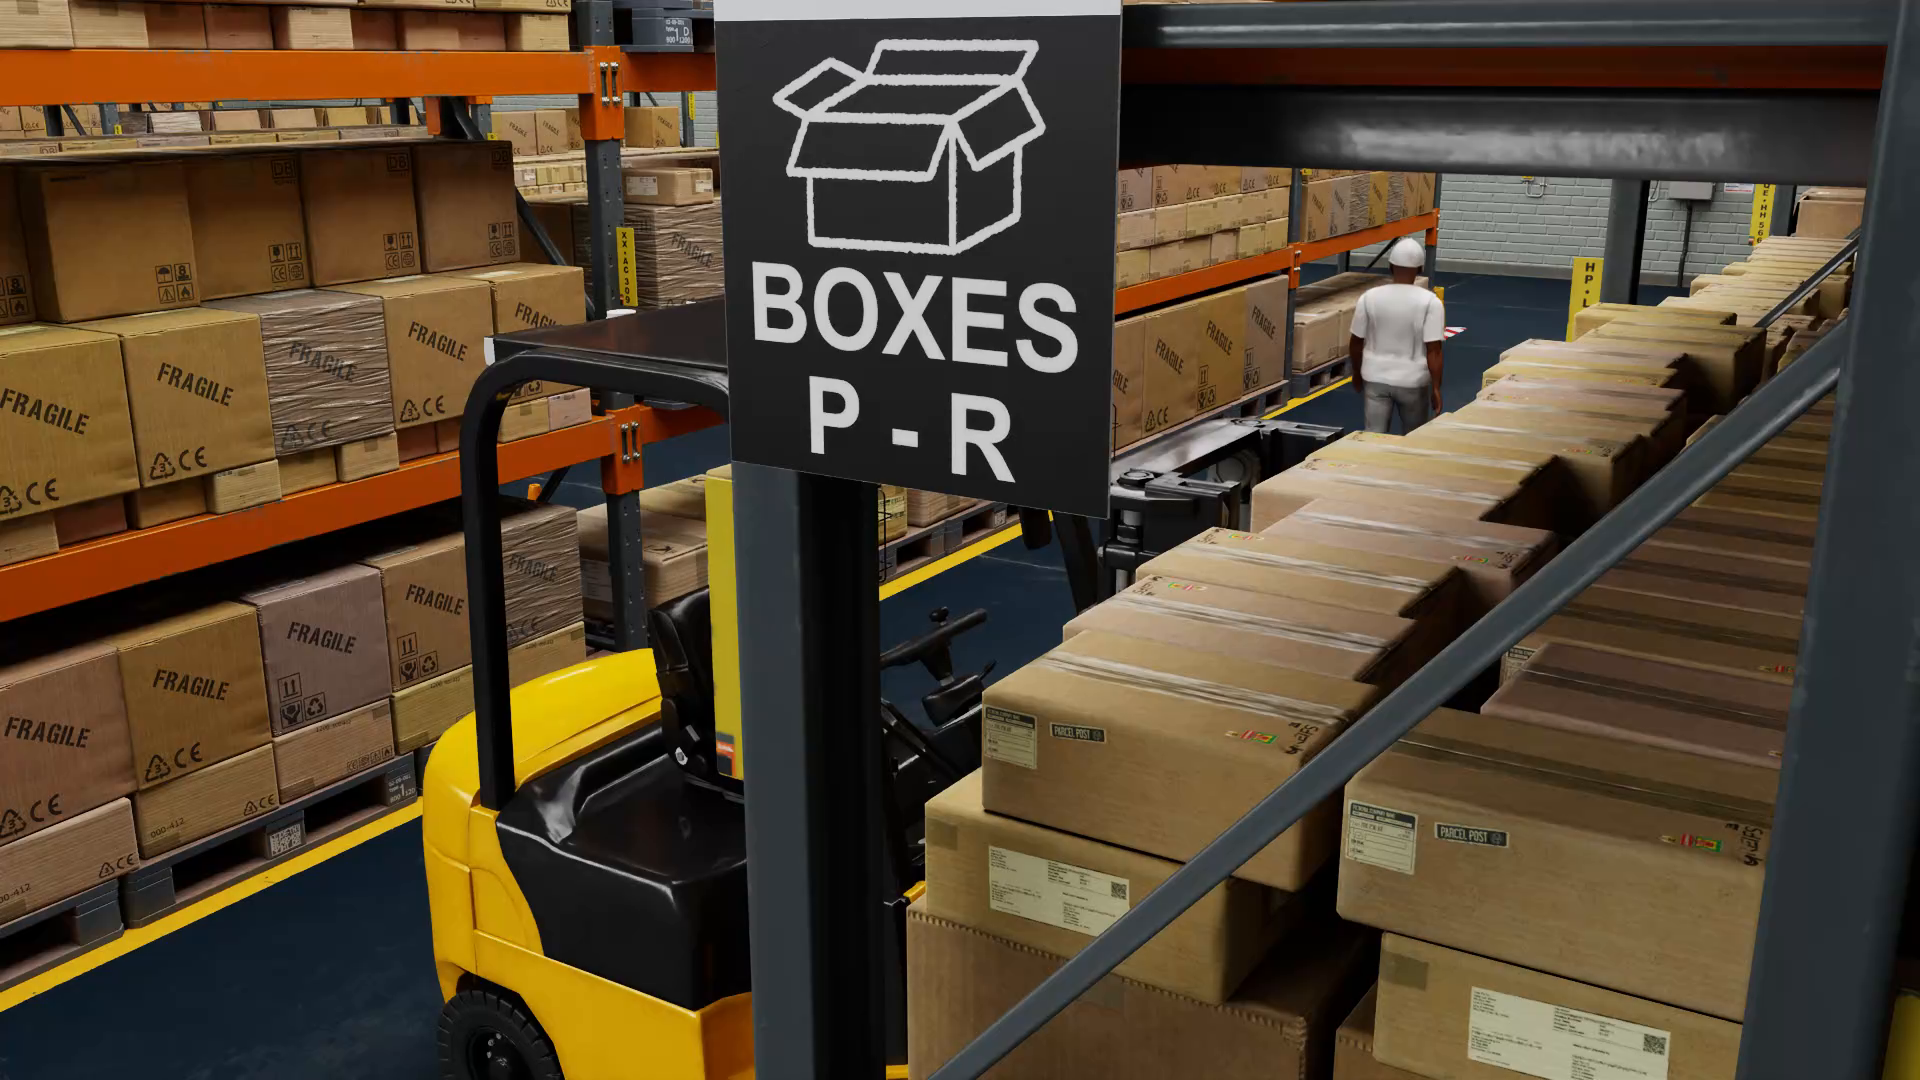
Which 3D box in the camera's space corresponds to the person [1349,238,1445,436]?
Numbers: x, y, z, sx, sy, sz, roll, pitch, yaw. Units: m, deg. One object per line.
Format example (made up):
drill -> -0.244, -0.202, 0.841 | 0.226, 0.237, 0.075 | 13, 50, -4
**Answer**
person -> 2.719, -1.016, 10.298 | 0.612, 1.710, 0.989 | 7, 17, 22
